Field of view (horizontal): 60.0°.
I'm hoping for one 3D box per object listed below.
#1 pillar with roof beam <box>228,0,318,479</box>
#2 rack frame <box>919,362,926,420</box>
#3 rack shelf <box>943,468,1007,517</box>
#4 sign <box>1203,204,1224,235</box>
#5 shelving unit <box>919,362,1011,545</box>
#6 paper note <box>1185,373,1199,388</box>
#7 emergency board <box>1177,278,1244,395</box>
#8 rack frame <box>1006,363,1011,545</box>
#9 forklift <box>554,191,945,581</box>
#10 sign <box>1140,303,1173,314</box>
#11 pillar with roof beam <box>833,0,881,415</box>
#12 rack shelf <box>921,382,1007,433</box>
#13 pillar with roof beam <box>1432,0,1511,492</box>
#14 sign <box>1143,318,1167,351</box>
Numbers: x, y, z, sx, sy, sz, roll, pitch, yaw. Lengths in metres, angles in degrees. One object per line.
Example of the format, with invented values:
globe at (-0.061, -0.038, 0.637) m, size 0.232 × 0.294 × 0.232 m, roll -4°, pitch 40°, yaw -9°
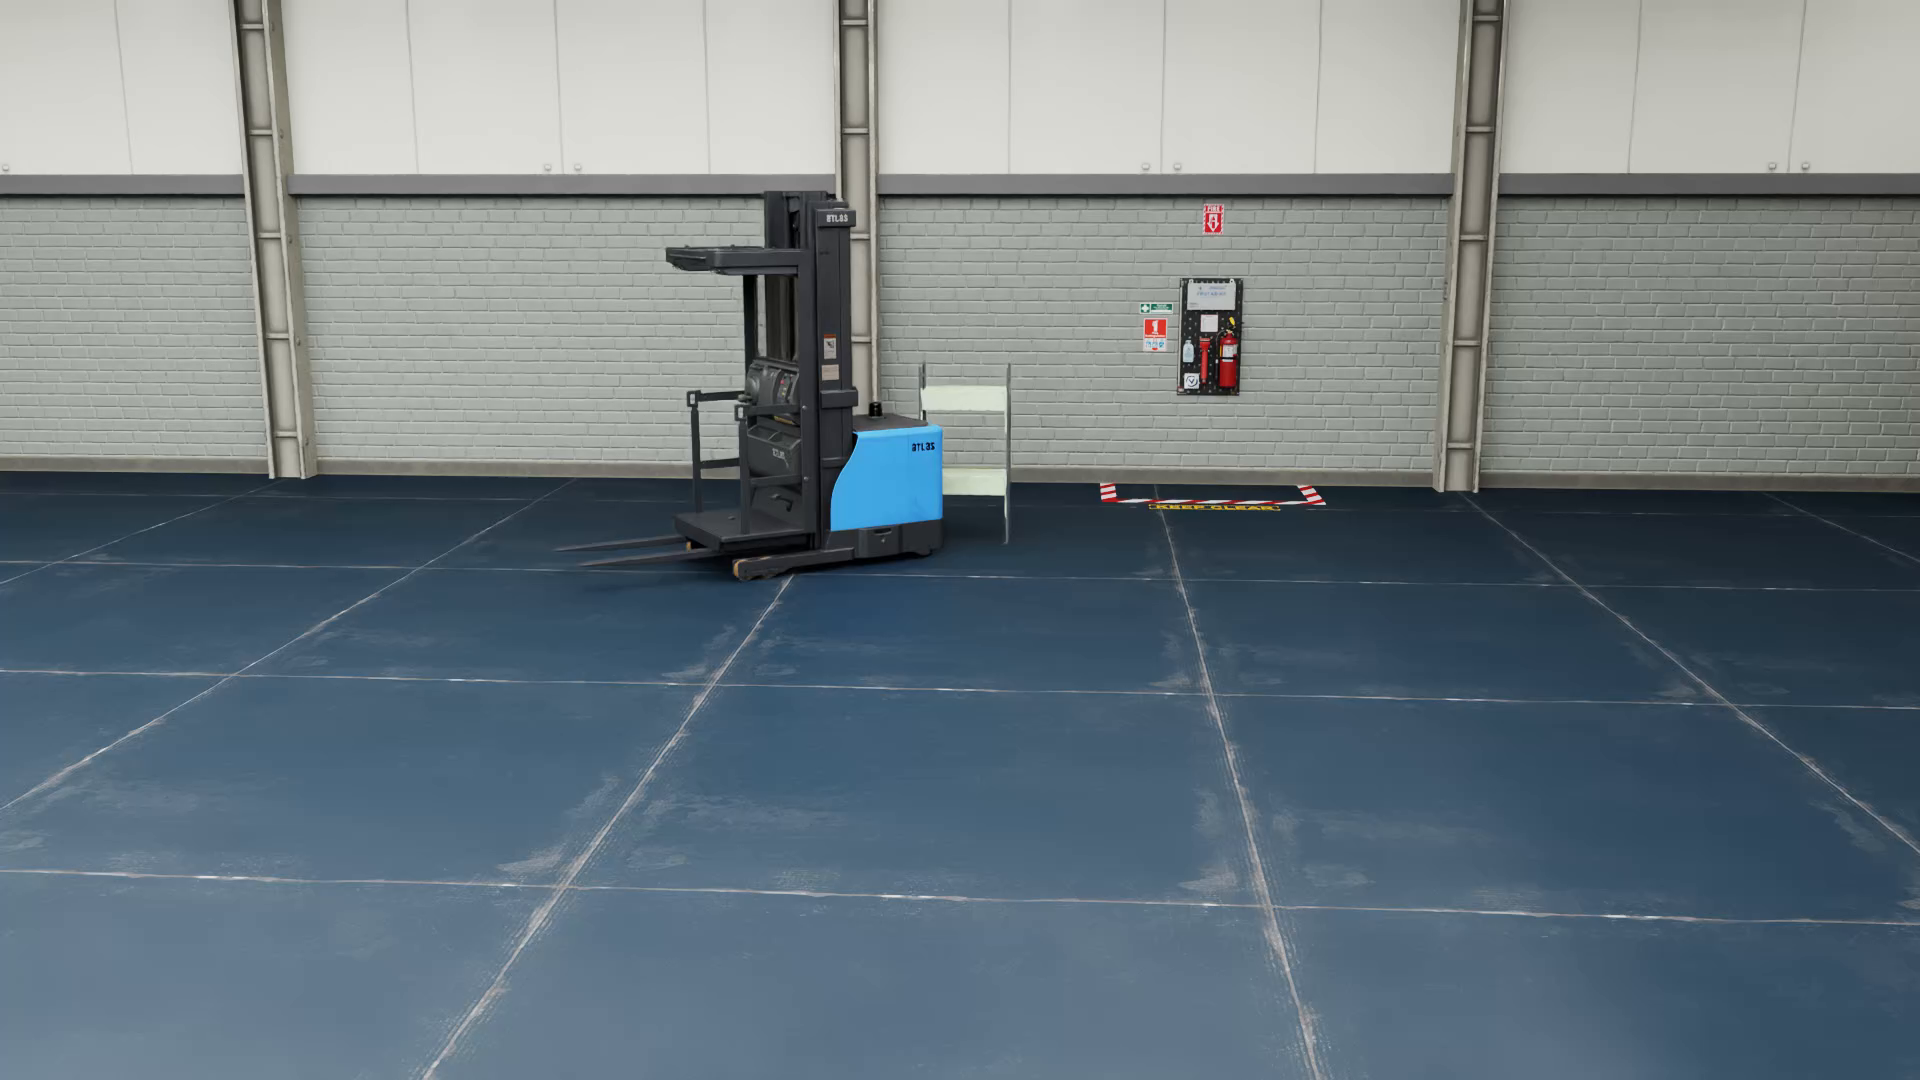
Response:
pillar with roof beam at (-7.290, -4.198, 12.358) m, size 0.400 × 9.000 × 9.100 m, roll 1°, pitch 12°, yaw 4°
rack frame at (-0.319, -0.745, 14.169) m, size 0.023 × 1.500 × 0.400 m, roll 1°, pitch 12°, yaw 4°
rack shelf at (0.046, -0.421, 14.210) m, size 0.720 × 0.370 × 0.431 m, roll 1°, pitch 12°, yaw 4°
sign at (2.506, -3.173, 16.451) m, size 0.199 × 0.298 × 0.001 m, roll 1°, pitch 12°, yaw 4°
shelving unit at (0.046, -0.740, 14.143) m, size 0.755 × 1.500 × 0.431 m, roll 1°, pitch 12°, yaw 4°
paper note at (2.336, -1.604, 16.759) m, size 0.142 × 0.148 × 0.016 m, roll 1°, pitch 12°, yaw 4°
emergency board at (2.508, -2.018, 16.590) m, size 0.643 × 1.169 × 0.194 m, roll 1°, pitch 12°, yaw 4°
rack frame at (0.412, -0.735, 14.118) m, size 0.023 × 1.500 × 0.400 m, roll 1°, pitch 12°, yaw 4°
forklift at (-1.661, -1.244, 13.055) m, size 3.031 × 2.935 × 1.130 m, roll -7°, pitch 14°, yaw -29°
sign at (1.967, -2.322, 16.660) m, size 0.331 × 0.109 × 0.001 m, roll 1°, pitch 12°, yaw 4°
pillar with roof beam at (-1.303, -4.116, 11.965) m, size 0.400 × 9.000 × 9.100 m, roll 1°, pitch 12°, yaw 4°
rack shelf at (0.046, -1.122, 14.063) m, size 0.720 × 0.370 × 0.431 m, roll 1°, pitch 12°, yaw 4°
pillar with roof beam at (4.683, -4.034, 11.573) m, size 0.400 × 9.000 × 9.100 m, roll 1°, pitch 12°, yaw 4°
sign at (1.963, -2.064, 16.724) m, size 0.234 × 0.329 × 0.001 m, roll 1°, pitch 12°, yaw 4°
